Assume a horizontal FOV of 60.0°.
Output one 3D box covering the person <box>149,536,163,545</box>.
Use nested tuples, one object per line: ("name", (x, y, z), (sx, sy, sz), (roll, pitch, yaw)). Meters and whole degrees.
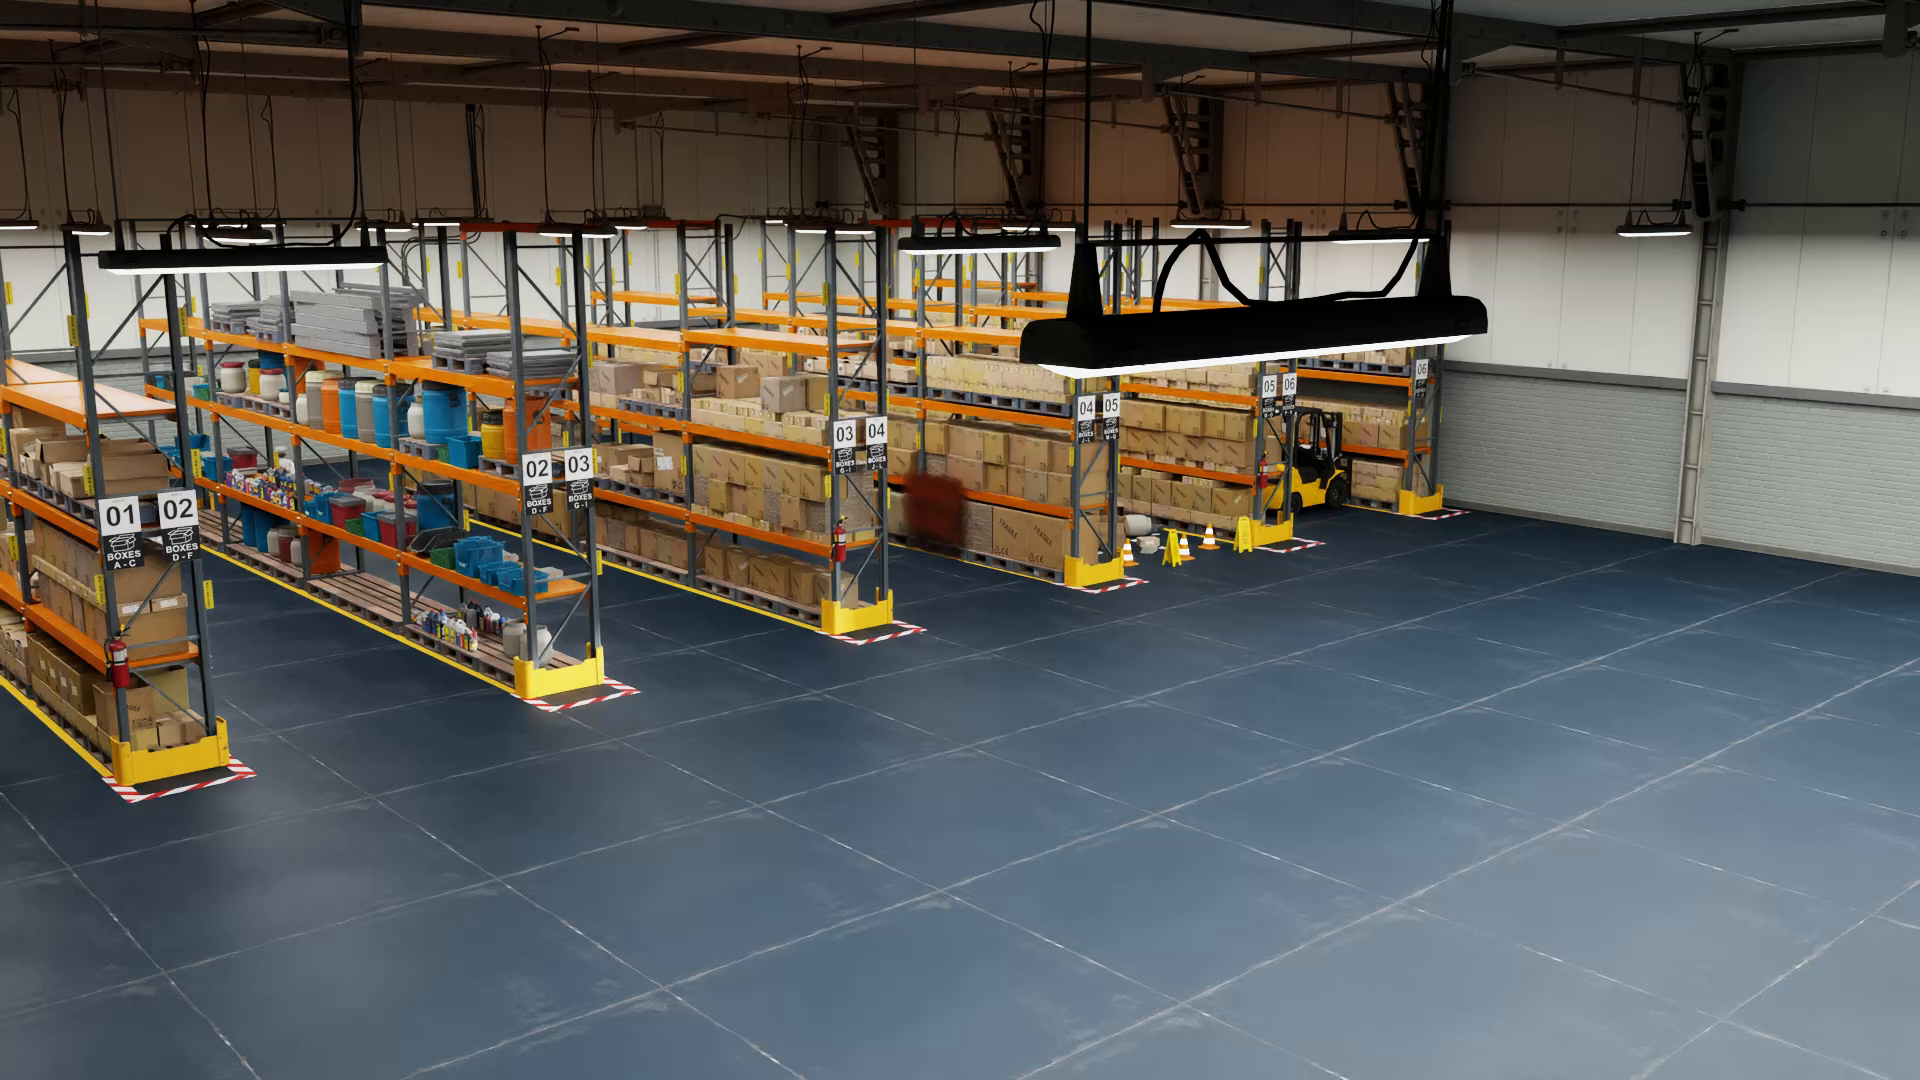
("person", (-12.527, 0.386, 25.721), (0.512, 1.675, 0.452), (-3, 12, -12))

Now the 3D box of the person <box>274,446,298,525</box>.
("person", (-13.204, -0.988, 32.560), (0.497, 1.672, 0.472), (-2, 12, -11))
